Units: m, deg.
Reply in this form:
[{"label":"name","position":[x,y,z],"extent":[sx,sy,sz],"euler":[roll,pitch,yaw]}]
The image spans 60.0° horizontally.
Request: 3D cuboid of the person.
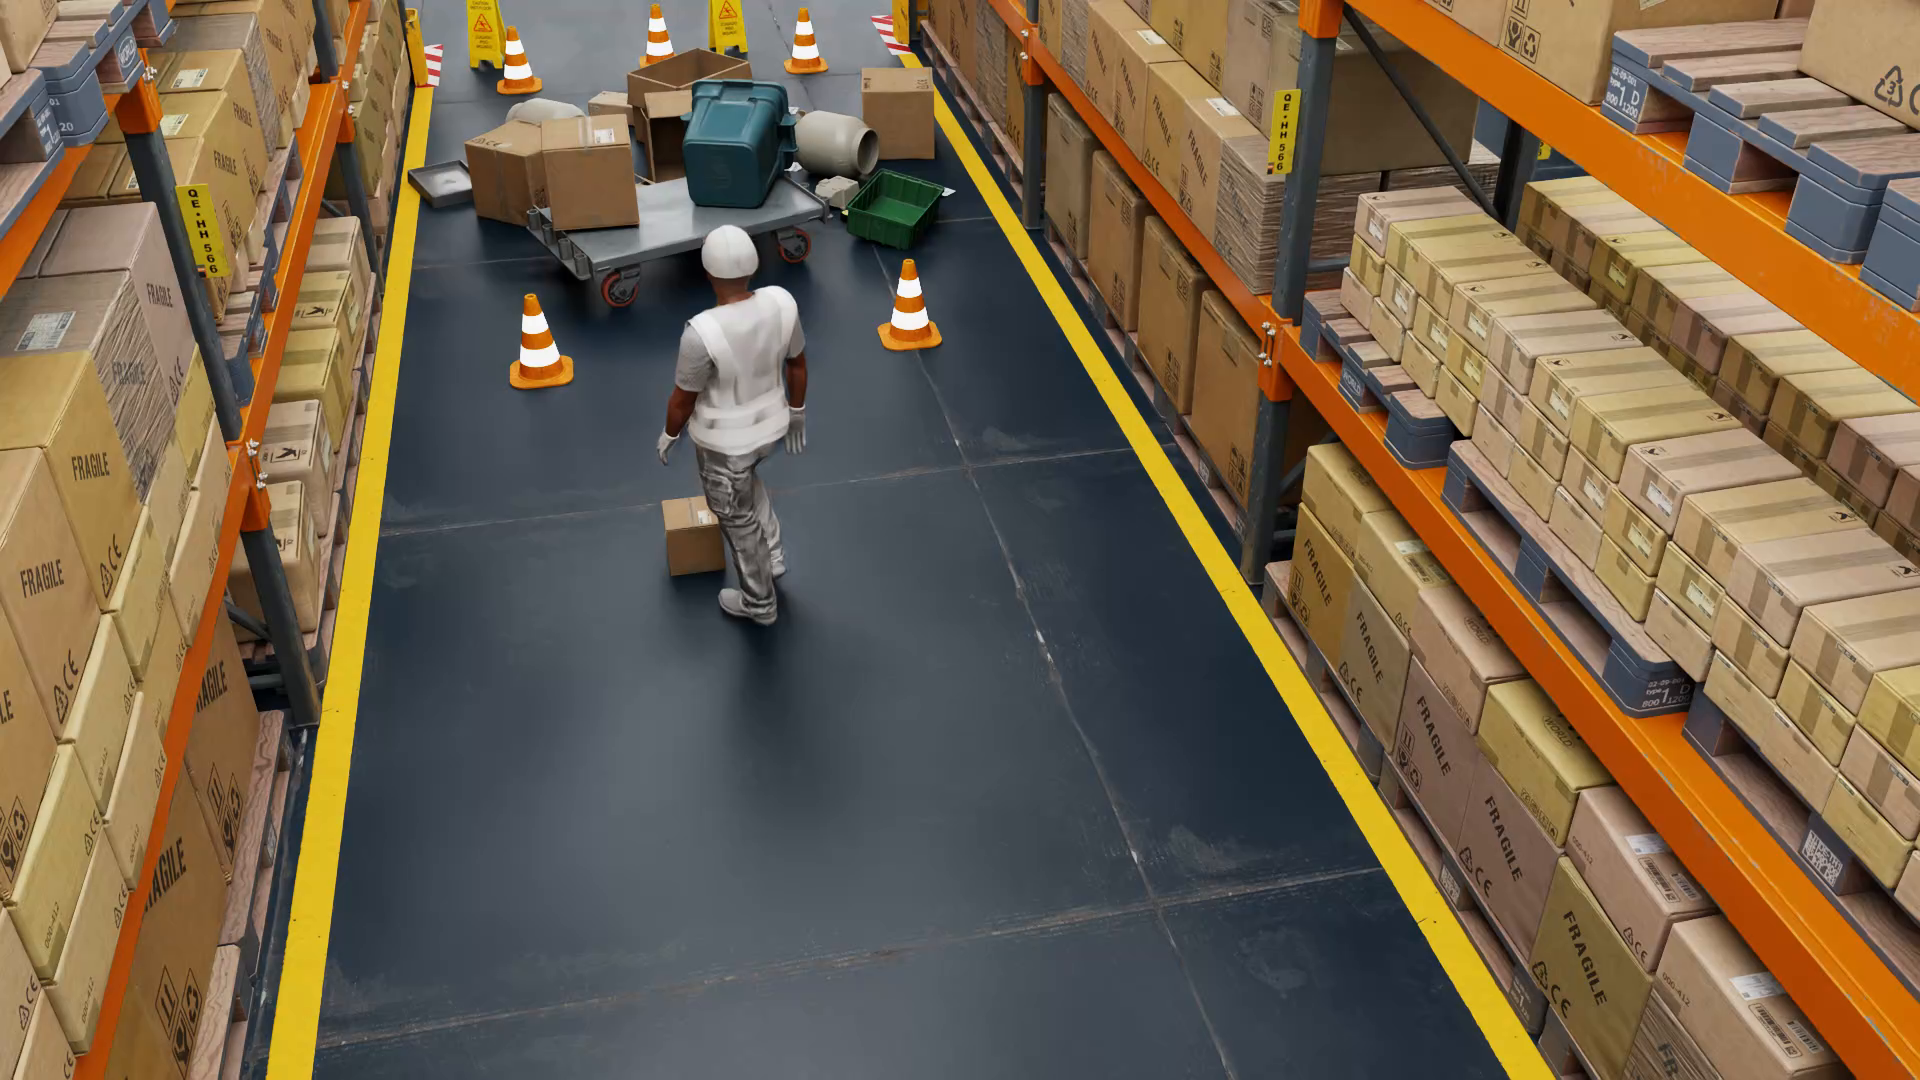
[{"label":"person","position":[-0.932,-0.443,6.776],"extent":[0.474,1.820,0.570],"euler":[24,41,31]}]
